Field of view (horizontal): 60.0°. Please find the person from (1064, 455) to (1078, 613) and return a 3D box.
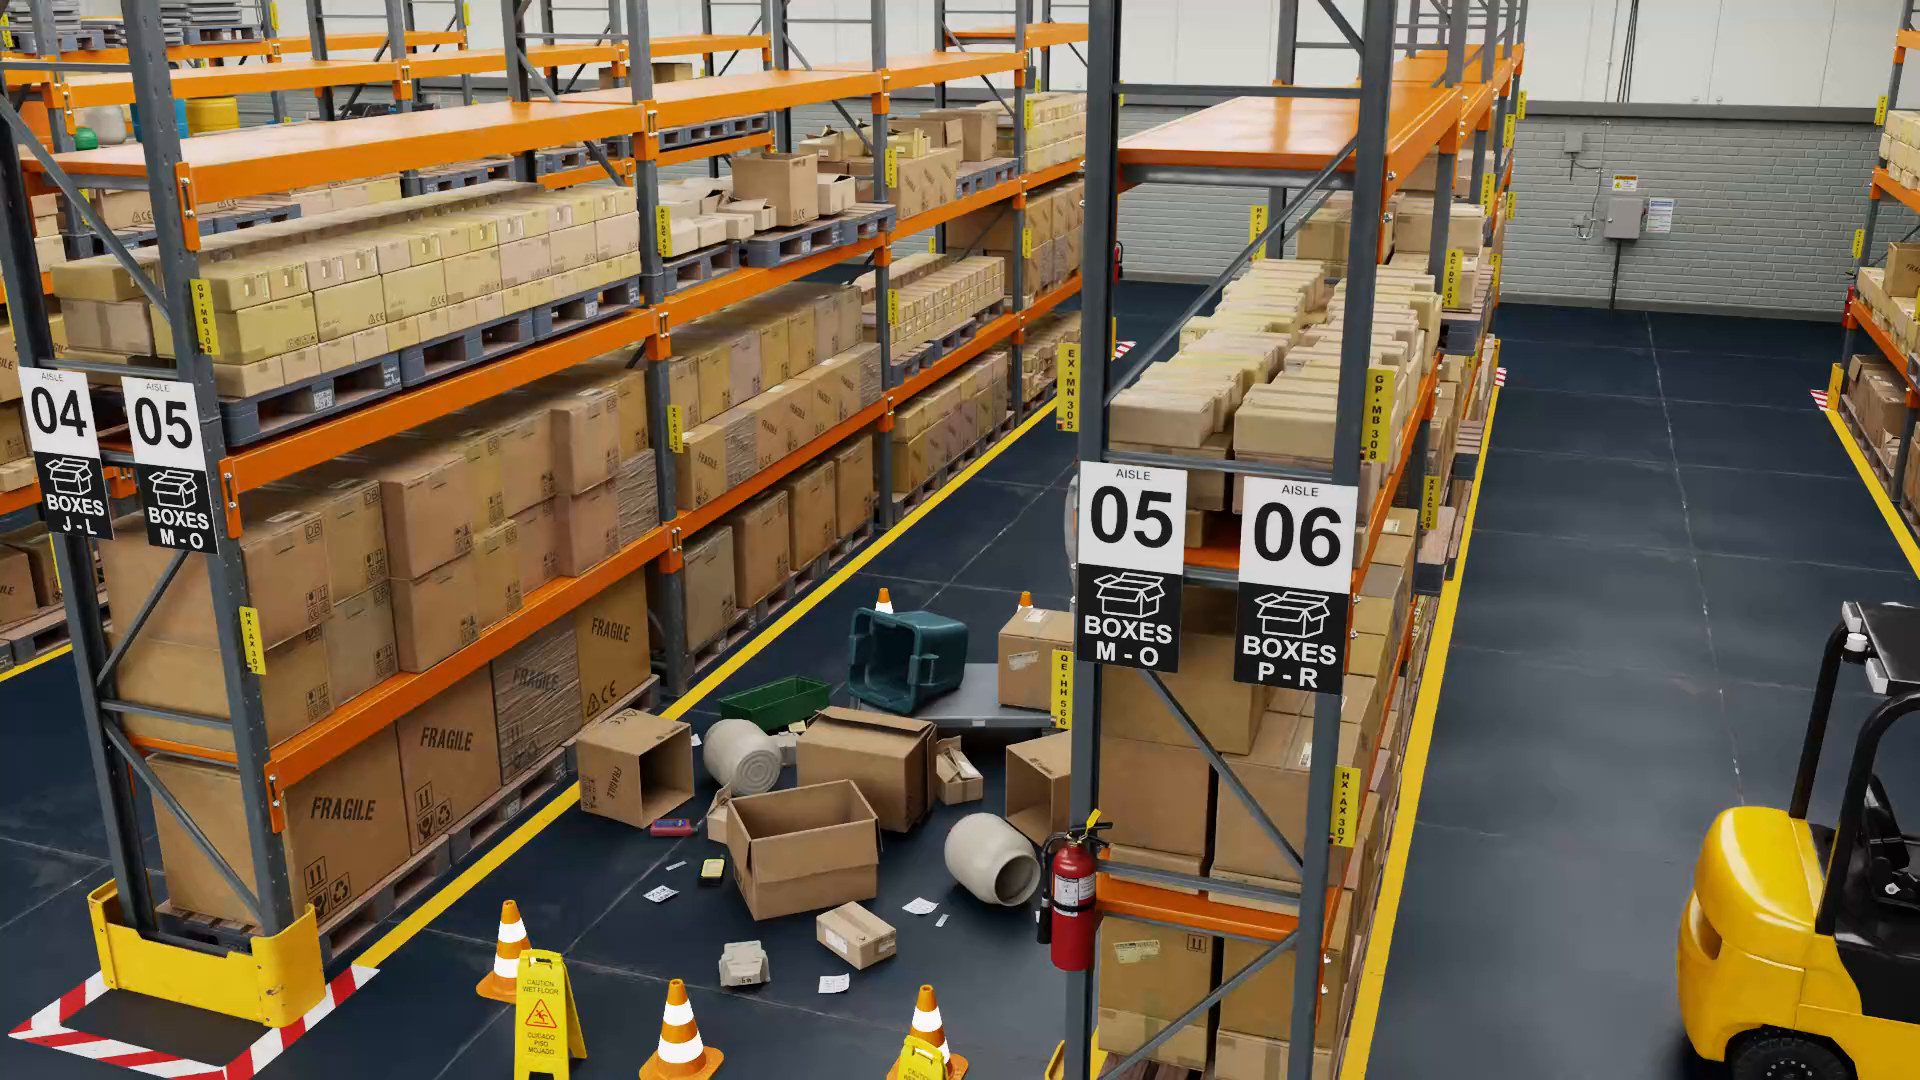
[{"bbox_3d":[0.962,0.041,12.449,0.356,1.670,0.487,7,20,18],"label":"person"}]
